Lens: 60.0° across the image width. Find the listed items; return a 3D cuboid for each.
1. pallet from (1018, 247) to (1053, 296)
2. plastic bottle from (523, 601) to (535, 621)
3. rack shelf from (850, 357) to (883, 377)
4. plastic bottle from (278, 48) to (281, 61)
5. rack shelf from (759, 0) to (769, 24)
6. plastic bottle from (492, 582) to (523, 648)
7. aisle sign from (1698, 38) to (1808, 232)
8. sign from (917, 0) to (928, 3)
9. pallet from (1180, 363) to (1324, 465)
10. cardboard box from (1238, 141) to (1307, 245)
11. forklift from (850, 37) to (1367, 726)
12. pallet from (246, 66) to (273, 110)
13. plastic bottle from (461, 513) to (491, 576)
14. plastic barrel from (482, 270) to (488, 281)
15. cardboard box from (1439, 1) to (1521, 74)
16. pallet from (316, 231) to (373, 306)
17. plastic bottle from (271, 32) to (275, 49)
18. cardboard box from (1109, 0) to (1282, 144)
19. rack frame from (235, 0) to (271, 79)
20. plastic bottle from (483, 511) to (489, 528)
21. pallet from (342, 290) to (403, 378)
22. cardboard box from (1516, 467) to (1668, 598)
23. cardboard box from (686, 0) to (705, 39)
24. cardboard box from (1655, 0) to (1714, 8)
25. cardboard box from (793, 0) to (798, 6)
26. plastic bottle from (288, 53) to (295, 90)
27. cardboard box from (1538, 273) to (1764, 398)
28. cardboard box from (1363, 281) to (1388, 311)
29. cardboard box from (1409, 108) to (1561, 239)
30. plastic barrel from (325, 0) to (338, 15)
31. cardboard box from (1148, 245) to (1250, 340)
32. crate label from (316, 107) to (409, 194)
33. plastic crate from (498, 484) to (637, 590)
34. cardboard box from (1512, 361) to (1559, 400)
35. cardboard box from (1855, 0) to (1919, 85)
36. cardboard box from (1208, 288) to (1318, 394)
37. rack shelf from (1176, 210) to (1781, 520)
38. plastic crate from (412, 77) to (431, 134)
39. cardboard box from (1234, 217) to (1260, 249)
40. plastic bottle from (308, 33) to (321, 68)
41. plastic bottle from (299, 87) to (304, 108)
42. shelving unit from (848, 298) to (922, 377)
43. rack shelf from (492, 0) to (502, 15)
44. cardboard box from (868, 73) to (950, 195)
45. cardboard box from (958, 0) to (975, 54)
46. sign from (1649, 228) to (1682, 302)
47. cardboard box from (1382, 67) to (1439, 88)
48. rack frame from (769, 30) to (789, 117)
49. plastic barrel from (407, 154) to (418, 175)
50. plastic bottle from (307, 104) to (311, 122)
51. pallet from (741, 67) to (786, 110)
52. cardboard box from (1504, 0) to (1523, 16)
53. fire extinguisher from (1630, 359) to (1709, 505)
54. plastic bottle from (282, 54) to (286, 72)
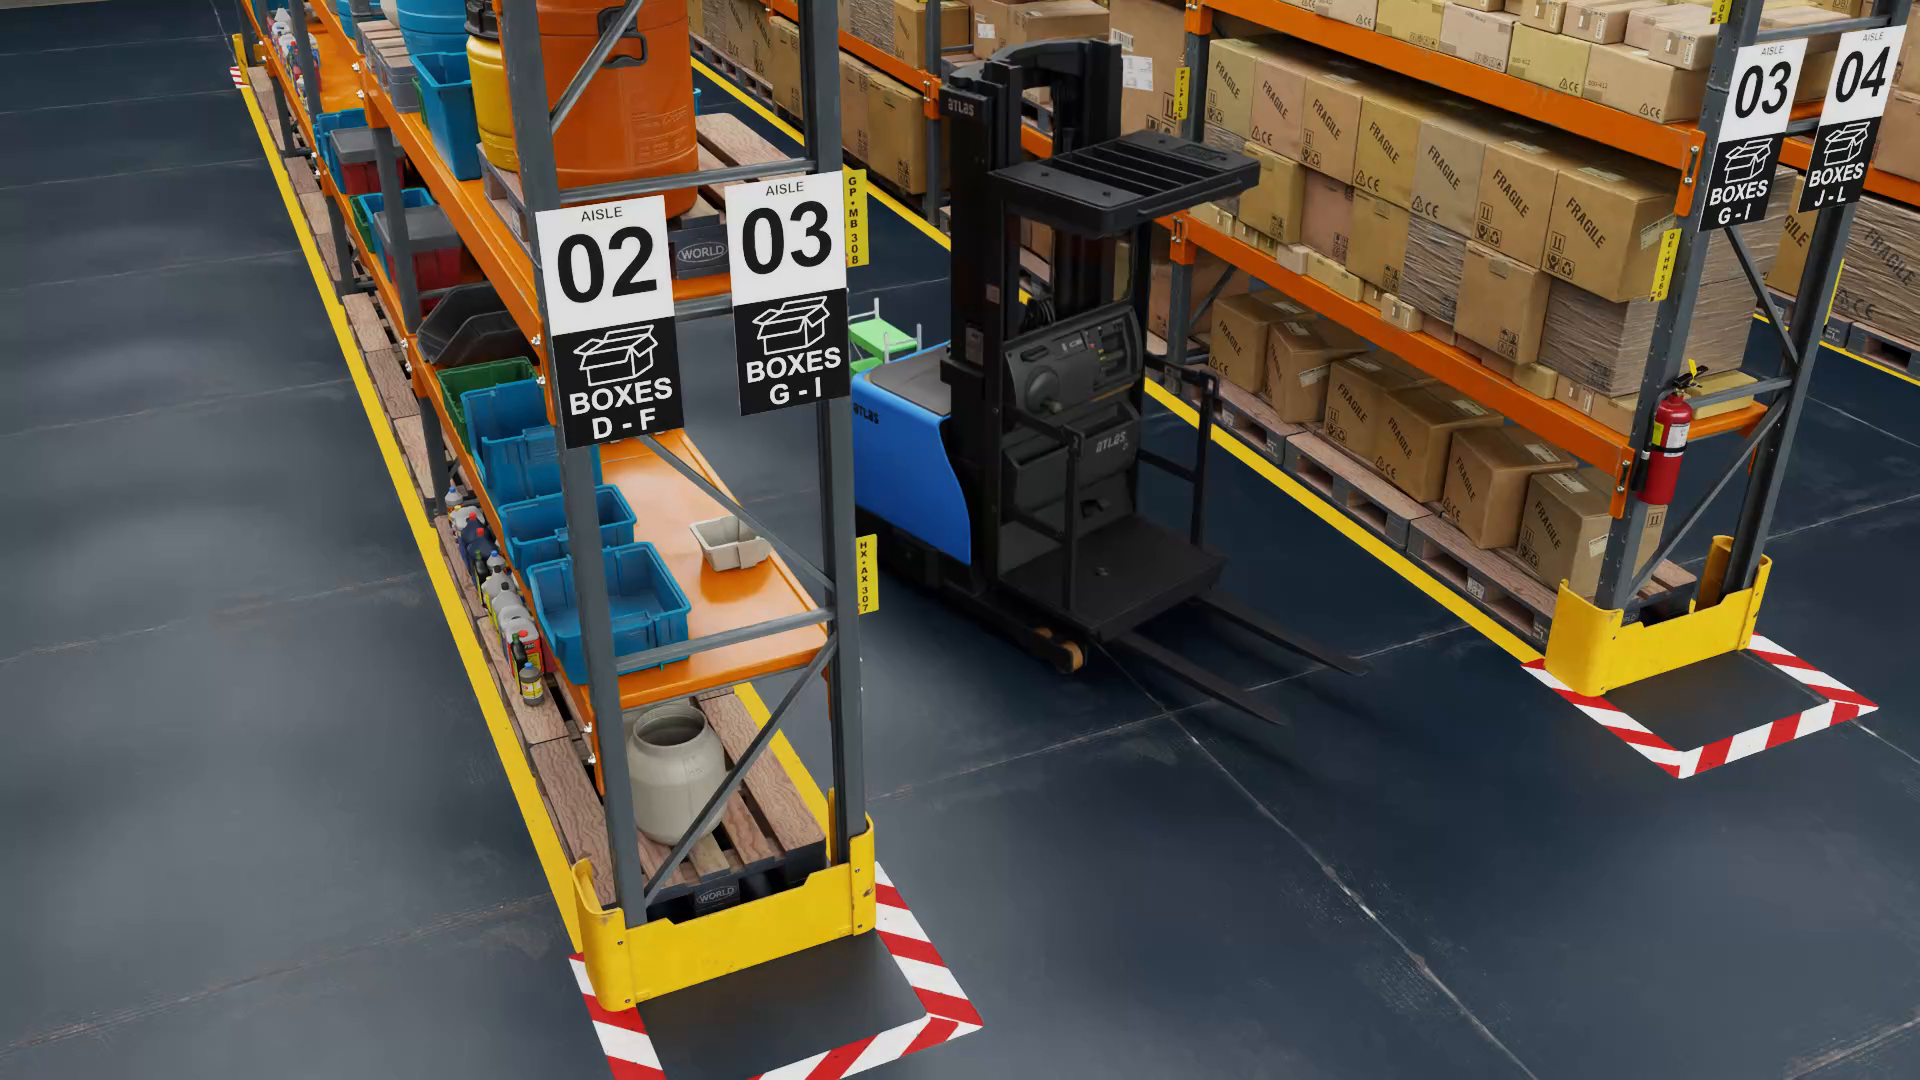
[{"bbox_3d":[1.041,-2.109,13.296,1.003,0.211,1.213,-13,32,-22],"label":"pallet"},{"bbox_3d":[-2.164,0.379,8.419,0.097,0.201,0.097,0,29,0],"label":"plastic bottle"},{"bbox_3d":[-0.457,-0.932,9.825,0.258,0.148,0.480,-17,34,-28],"label":"rack shelf"},{"bbox_3d":[-5.883,-4.261,14.484,0.097,0.201,0.097,0,29,0],"label":"plastic bottle"},{"bbox_3d":[-2.389,-6.546,19.092,1.077,0.370,4.000,-13,32,-22],"label":"rack shelf"},{"bbox_3d":[-2.254,0.358,8.303,0.144,0.351,0.185,-12,31,-20],"label":"plastic bottle"},{"bbox_3d":[3.377,-1.719,7.091,0.394,0.787,0.004,-13,32,-22],"label":"aisle sign"},{"bbox_3d":[-0.313,-4.596,13.696,0.100,0.325,0.005,-13,32,-22],"label":"sign"},{"bbox_3d":[2.224,-0.937,11.205,1.003,0.211,1.213,-13,32,-22],"label":"pallet"},{"bbox_3d":[2.224,-2.176,10.157,0.875,0.500,0.500,-13,32,-22],"label":"cardboard box"},{"bbox_3d":[0.729,-0.876,8.315,1.130,2.935,3.031,-24,37,-36],"label":"forklift"},{"bbox_3d":[-7.402,-5.115,18.655,1.003,0.211,1.213,-13,32,-22],"label":"pallet"},{"bbox_3d":[-2.597,0.005,8.933,0.144,0.351,0.185,-12,32,-21],"label":"plastic bottle"},{"bbox_3d":[-2.461,-1.855,9.479,0.600,0.901,0.708,-13,32,-22],"label":"plastic barrel"},{"bbox_3d":[2.756,-2.526,8.274,0.500,0.250,0.500,-12,32,-21],"label":"cardboard box"},{"bbox_3d":[-4.662,-2.293,13.623,1.003,0.211,1.213,-13,32,-22],"label":"pallet"},{"bbox_3d":[-6.108,-4.492,14.897,0.097,0.201,0.097,0,29,0],"label":"plastic bottle"},{"bbox_3d":[1.690,-3.268,11.468,1.000,1.000,1.000,-13,32,-22],"label":"cardboard box"},{"bbox_3d":[-7.721,-6.703,18.637,1.000,3.000,0.127,-13,32,-22],"label":"rack frame"},{"bbox_3d":[-2.569,-0.062,9.122,0.061,0.283,0.133,-13,32,-22],"label":"plastic bottle"},{"bbox_3d":[-3.989,-1.603,12.392,1.003,0.211,1.213,-13,32,-22],"label":"pallet"},{"bbox_3d":[3.368,-0.048,8.894,0.500,0.500,0.500,-7,30,-13],"label":"cardboard box"},{"bbox_3d":[-2.900,-6.734,20.435,0.875,0.875,0.875,-13,32,-22],"label":"cardboard box"},{"bbox_3d":[3.468,-2.483,7.790,0.380,0.149,0.250,-14,32,-23],"label":"cardboard box"},{"bbox_3d":[-1.342,-5.542,16.465,0.500,0.500,0.500,-13,32,-22],"label":"cardboard box"},{"bbox_3d":[-5.473,-3.853,13.674,0.061,0.283,0.133,-13,32,-22],"label":"plastic bottle"},{"bbox_3d":[3.410,-1.097,8.234,0.875,0.500,0.500,-13,32,-22],"label":"cardboard box"},{"bbox_3d":[2.529,-1.414,9.462,0.380,0.149,0.250,-13,32,-22],"label":"cardboard box"},{"bbox_3d":[2.730,-1.917,8.673,0.500,0.500,0.500,-13,32,-22],"label":"cardboard box"},{"bbox_3d":[-3.264,-3.397,9.162,0.600,0.901,0.600,0,29,0],"label":"plastic barrel"},{"bbox_3d":[1.660,-1.820,12.034,0.700,0.500,0.500,-16,33,-26],"label":"cardboard box"},{"bbox_3d":[-4.104,-2.689,11.443,0.502,0.435,0.616,-13,32,-22],"label":"crate label"},{"bbox_3d":[-1.611,-0.017,6.865,0.499,0.251,0.408,-13,32,-22],"label":"plastic crate"},{"bbox_3d":[3.052,-0.859,8.471,0.380,0.149,0.250,-13,32,-22],"label":"cardboard box"},{"bbox_3d":[6.896,-3.587,11.822,0.875,0.550,0.550,-13,32,-22],"label":"cardboard box"},{"bbox_3d":[2.040,-1.350,11.217,0.500,0.500,0.500,-14,32,-23],"label":"cardboard box"},{"bbox_3d":[2.763,-1.245,9.639,1.077,0.370,4.000,-13,32,-22],"label":"rack shelf"},{"bbox_3d":[-2.138,-1.864,7.157,0.336,0.188,0.450,-13,32,-22],"label":"plastic crate"},{"bbox_3d":[1.953,-1.957,10.430,0.380,0.149,0.250,-13,32,-22],"label":"cardboard box"},{"bbox_3d":[-5.614,-4.221,14.337,0.152,0.276,0.135,-13,32,-22],"label":"plastic bottle"},{"bbox_3d":[-5.186,-3.544,13.206,0.097,0.201,0.097,0,29,0],"label":"plastic bottle"},{"bbox_3d":[-0.457,-0.778,9.911,0.258,1.200,0.503,-17,34,-28],"label":"shelving unit"},{"bbox_3d":[-1.711,-2.647,6.415,1.077,0.370,4.000,-13,32,-22],"label":"rack shelf"},{"bbox_3d":[-0.091,-3.775,15.158,1.225,0.875,0.875,-15,32,-24],"label":"cardboard box"},{"bbox_3d":[0.224,-4.525,14.650,0.500,0.500,0.500,-12,31,-21],"label":"cardboard box"},{"bbox_3d":[3.111,-1.211,7.335,0.100,0.325,0.005,-13,32,-22],"label":"sign"},{"bbox_3d":[2.775,-2.469,9.658,0.500,0.500,0.500,-13,32,-22],"label":"cardboard box"},{"bbox_3d":[-1.530,-5.976,17.341,1.000,3.000,0.127,-13,32,-22],"label":"rack frame"},{"bbox_3d":[-3.652,-2.809,11.577,0.421,0.512,0.421,0,29,0],"label":"plastic barrel"},{"bbox_3d":[-4.977,-3.329,12.822,0.097,0.201,0.097,0,29,0],"label":"plastic bottle"},{"bbox_3d":[-1.786,-5.112,18.651,1.003,0.211,1.213,-13,32,-22],"label":"pallet"},{"bbox_3d":[2.875,-2.628,8.049,0.380,0.149,0.250,-13,32,-21],"label":"cardboard box"},{"bbox_3d":[3.254,-0.494,7.644,0.296,0.674,0.183,-13,32,-22],"label":"fire extinguisher"},{"bbox_3d":[-5.726,-4.099,14.196,0.097,0.201,0.097,0,29,0],"label":"plastic bottle"}]
